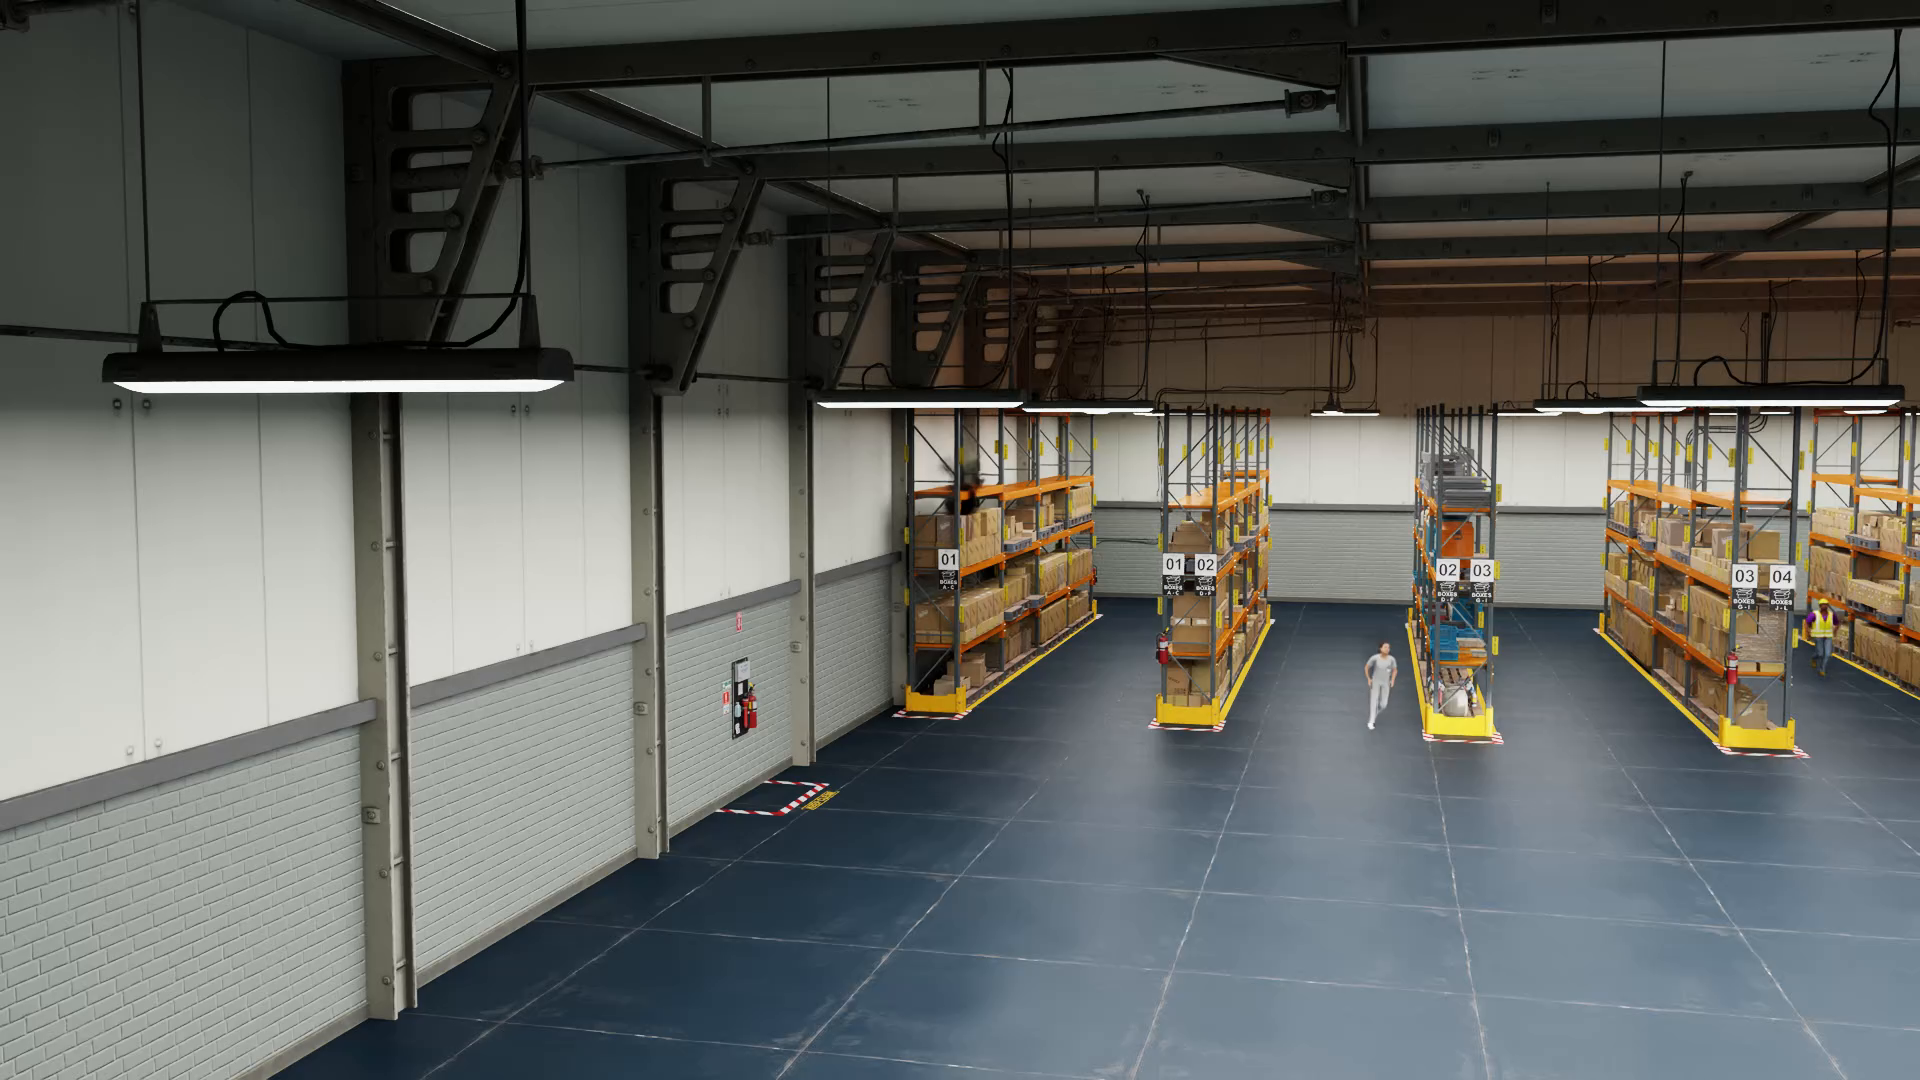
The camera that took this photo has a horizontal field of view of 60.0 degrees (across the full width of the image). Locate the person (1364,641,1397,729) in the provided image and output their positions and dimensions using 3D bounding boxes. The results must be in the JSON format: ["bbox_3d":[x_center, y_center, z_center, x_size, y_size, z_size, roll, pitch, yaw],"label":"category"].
[{"bbox_3d":[7.817,2.684,30.896,0.609,1.626,0.554,0,4,4],"label":"person"}]

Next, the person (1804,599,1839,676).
[{"bbox_3d":[19.264,2.164,37.151,0.707,1.720,0.587,1,4,12],"label":"person"}]

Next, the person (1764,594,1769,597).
[{"bbox_3d":[21.704,1.647,44.290,0.663,1.776,0.761,0,4,-7],"label":"person"}]
